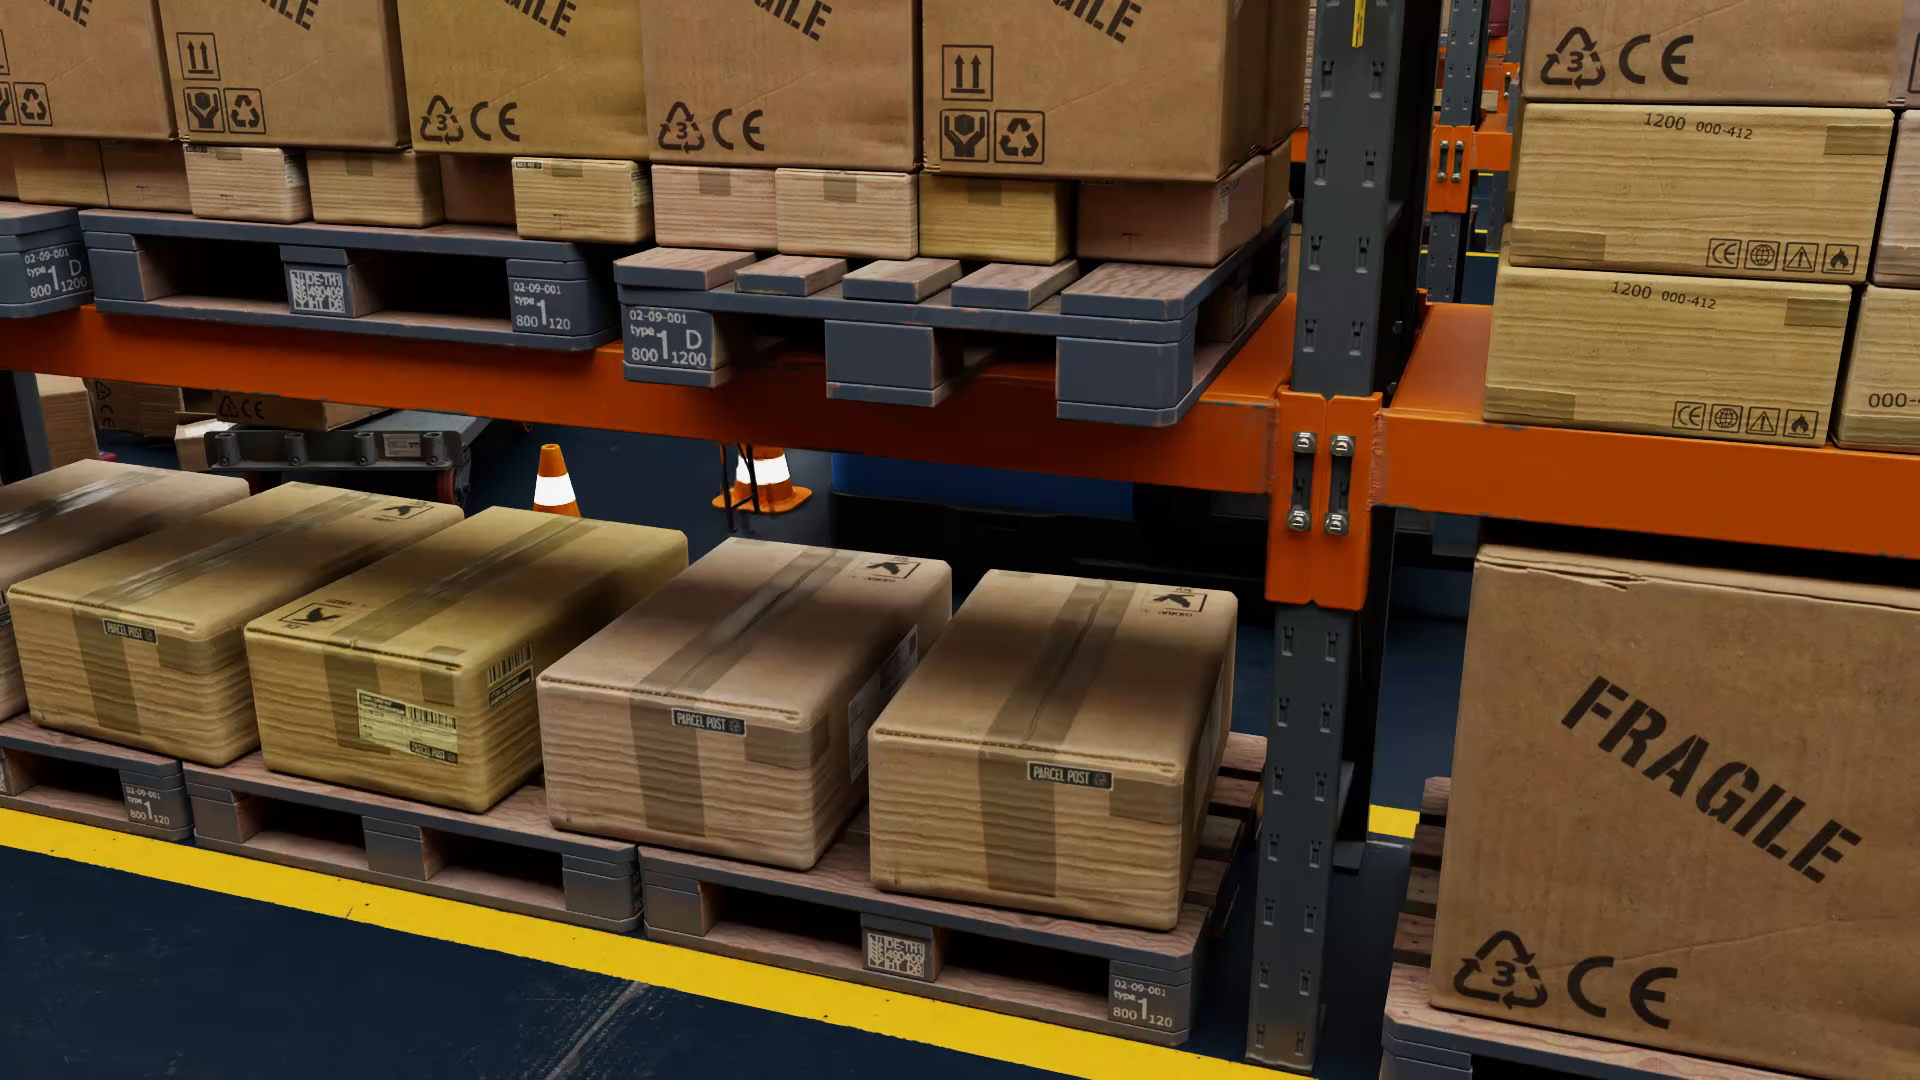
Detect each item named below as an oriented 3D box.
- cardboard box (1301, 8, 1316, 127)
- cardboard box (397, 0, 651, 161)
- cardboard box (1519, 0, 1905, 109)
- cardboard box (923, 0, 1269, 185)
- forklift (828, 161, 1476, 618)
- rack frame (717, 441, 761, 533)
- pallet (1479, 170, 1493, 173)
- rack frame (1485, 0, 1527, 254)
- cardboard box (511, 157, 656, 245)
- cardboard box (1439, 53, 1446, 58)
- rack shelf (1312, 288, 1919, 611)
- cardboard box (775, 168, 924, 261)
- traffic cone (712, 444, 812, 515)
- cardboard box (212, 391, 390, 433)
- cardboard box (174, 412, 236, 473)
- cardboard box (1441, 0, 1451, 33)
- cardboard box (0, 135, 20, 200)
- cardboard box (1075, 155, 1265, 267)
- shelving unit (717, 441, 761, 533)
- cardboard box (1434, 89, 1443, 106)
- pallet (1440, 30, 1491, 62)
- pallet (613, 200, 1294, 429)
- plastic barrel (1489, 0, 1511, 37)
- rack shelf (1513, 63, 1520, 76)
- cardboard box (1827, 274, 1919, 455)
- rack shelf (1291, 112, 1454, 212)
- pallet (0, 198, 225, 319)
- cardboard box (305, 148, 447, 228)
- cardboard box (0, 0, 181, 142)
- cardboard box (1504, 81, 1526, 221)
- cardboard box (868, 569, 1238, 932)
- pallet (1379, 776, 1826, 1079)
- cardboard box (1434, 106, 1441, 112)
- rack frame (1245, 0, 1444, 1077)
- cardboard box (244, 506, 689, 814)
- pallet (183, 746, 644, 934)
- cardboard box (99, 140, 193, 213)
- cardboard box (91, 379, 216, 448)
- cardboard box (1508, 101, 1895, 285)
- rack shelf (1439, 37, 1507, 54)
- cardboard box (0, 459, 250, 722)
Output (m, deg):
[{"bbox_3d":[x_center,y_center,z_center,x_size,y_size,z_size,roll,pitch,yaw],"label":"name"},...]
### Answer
[{"bbox_3d":[1.786,-2.123,7.457,0.500,0.500,0.500,7,20,18],"label":"cardboard box"},{"bbox_3d":[-0.719,-1.016,3.191,0.500,0.500,0.500,5,20,14],"label":"cardboard box"},{"bbox_3d":[1.156,-0.950,2.575,0.500,0.500,0.500,6,20,16],"label":"cardboard box"},{"bbox_3d":[0.250,-0.909,2.885,0.500,0.500,0.500,6,20,16],"label":"cardboard box"},{"bbox_3d":[1.126,-1.278,5.290,3.031,2.935,1.130,5,20,15],"label":"forklift"},{"bbox_3d":[-0.860,-0.636,6.071,0.015,1.200,0.240,0,17,20],"label":"rack frame"},{"bbox_3d":[4.929,-3.961,17.118,1.213,0.211,1.003,7,20,18],"label":"pallet"},{"bbox_3d":[4.023,-3.642,11.966,0.127,3.000,1.000,7,20,18],"label":"rack frame"},{"bbox_3d":[-0.646,-0.677,3.205,0.250,0.149,0.380,7,20,19],"label":"cardboard box"},{"bbox_3d":[7.754,-7.443,26.000,0.500,0.500,0.700,6,20,18],"label":"cardboard box"},{"bbox_3d":[2.660,-0.005,2.625,4.000,0.370,1.077,7,20,18],"label":"rack shelf"},{"bbox_3d":[-0.146,-0.622,3.047,0.250,0.149,0.380,6,20,18],"label":"cardboard box"},{"bbox_3d":[-0.775,-0.376,6.450,0.334,0.463,0.336,7,20,18],"label":"traffic cone"},{"bbox_3d":[-2.452,-0.726,6.250,0.500,0.500,0.500,7,20,18],"label":"cardboard box"},{"bbox_3d":[-3.073,-0.457,6.983,0.396,0.266,0.258,-7,20,-20],"label":"cardboard box"},{"bbox_3d":[3.500,-3.933,12.012,0.500,0.500,0.500,4,20,11],"label":"cardboard box"},{"bbox_3d":[-2.064,-0.878,3.781,0.250,0.149,0.380,8,21,22],"label":"cardboard box"},{"bbox_3d":[0.384,-0.602,2.991,0.250,0.149,0.380,7,21,20],"label":"cardboard box"},{"bbox_3d":[-0.631,-0.634,5.988,0.503,1.200,0.258,0,17,20],"label":"shelving unit"},{"bbox_3d":[6.212,-5.657,21.287,0.500,0.250,0.500,6,20,17],"label":"cardboard box"},{"bbox_3d":[3.315,-3.595,12.124,1.003,0.211,1.213,7,20,18],"label":"pallet"},{"bbox_3d":[0.062,-0.514,3.284,1.003,0.211,1.213,7,20,18],"label":"pallet"},{"bbox_3d":[5.110,-5.202,16.235,0.708,0.536,0.600,7,20,18],"label":"plastic barrel"},{"bbox_3d":[5.912,-3.086,11.465,4.000,0.370,1.077,7,20,18],"label":"rack shelf"},{"bbox_3d":[1.641,-0.309,2.632,0.500,0.250,0.500,6,20,16],"label":"cardboard box"},{"bbox_3d":[0.410,-1.987,8.312,4.000,0.370,1.077,7,20,18],"label":"rack shelf"},{"bbox_3d":[-2.334,-0.774,4.031,1.213,0.211,1.003,7,20,18],"label":"pallet"},{"bbox_3d":[-1.106,-0.745,3.400,0.250,0.149,0.380,6,20,16],"label":"cardboard box"},{"bbox_3d":[-1.723,-1.127,3.511,0.500,0.500,0.500,6,20,18],"label":"cardboard box"},{"bbox_3d":[1.312,-0.752,3.146,0.500,0.250,0.500,6,20,18],"label":"cardboard box"},{"bbox_3d":[0.240,0.418,3.674,0.625,0.372,0.950,5,20,14],"label":"cardboard box"},{"bbox_3d":[1.491,0.865,3.274,1.213,0.211,1.003,7,20,18],"label":"pallet"},{"bbox_3d":[3.380,-3.086,12.363,0.500,0.250,0.500,7,21,20],"label":"cardboard box"},{"bbox_3d":[0.771,-0.560,3.127,0.127,3.000,1.000,7,20,18],"label":"rack frame"},{"bbox_3d":[-1.174,0.257,4.136,0.625,0.372,0.950,7,20,20],"label":"cardboard box"},{"bbox_3d":[-1.116,0.539,4.209,1.213,0.211,1.003,7,20,18],"label":"pallet"},{"bbox_3d":[-1.601,-0.810,3.585,0.250,0.149,0.380,7,20,18],"label":"cardboard box"},{"bbox_3d":[-3.410,-0.809,7.426,0.503,0.637,0.797,7,20,18],"label":"cardboard box"},{"bbox_3d":[1.168,-0.594,2.692,0.500,0.250,0.500,6,20,18],"label":"cardboard box"},{"bbox_3d":[3.759,-5.058,17.122,4.000,0.370,1.077,7,20,18],"label":"rack shelf"},{"bbox_3d":[-2.512,0.106,4.569,0.625,0.372,0.950,7,20,19],"label":"cardboard box"}]
